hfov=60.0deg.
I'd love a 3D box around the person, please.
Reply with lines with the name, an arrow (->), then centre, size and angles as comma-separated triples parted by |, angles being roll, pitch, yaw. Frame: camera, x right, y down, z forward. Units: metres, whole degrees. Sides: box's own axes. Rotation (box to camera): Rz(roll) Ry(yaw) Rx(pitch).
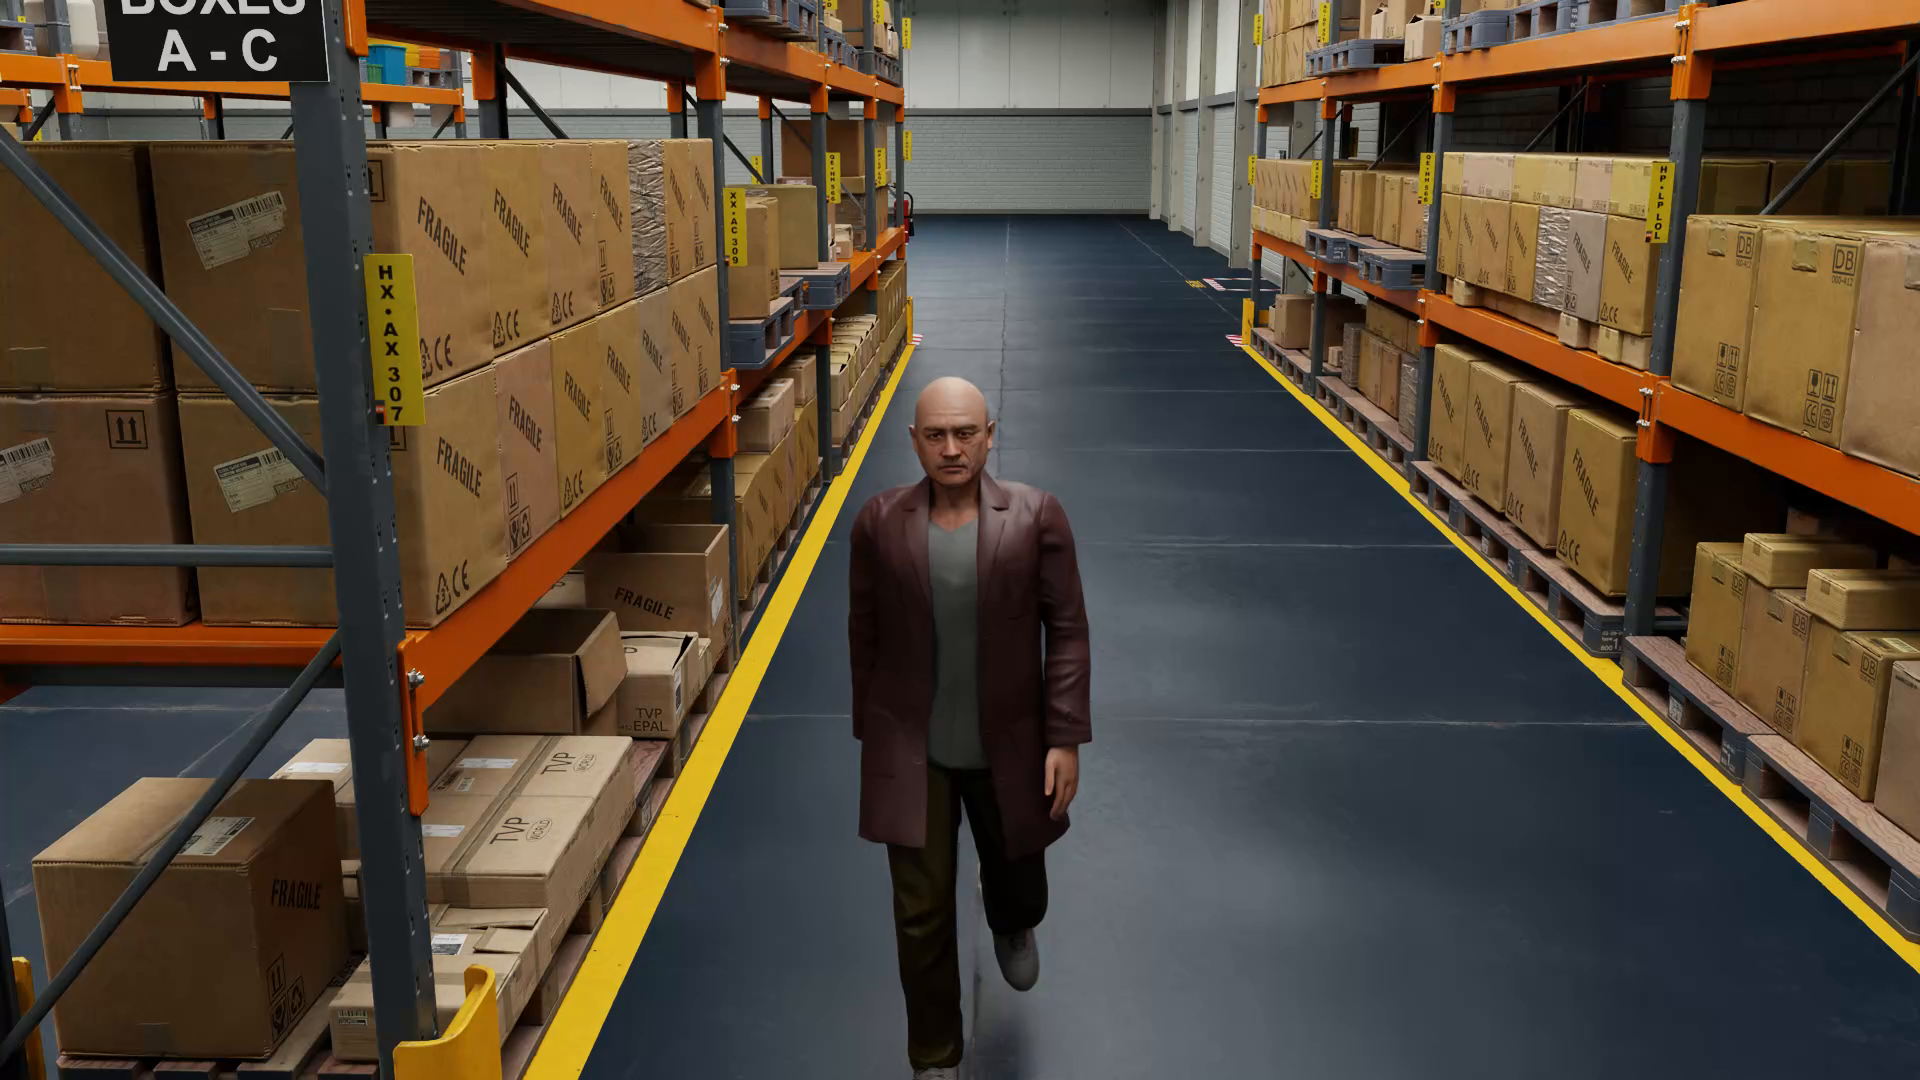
person -> 0.023, 0.463, 4.058 | 0.587, 1.756, 0.842 | 0, 14, 2
